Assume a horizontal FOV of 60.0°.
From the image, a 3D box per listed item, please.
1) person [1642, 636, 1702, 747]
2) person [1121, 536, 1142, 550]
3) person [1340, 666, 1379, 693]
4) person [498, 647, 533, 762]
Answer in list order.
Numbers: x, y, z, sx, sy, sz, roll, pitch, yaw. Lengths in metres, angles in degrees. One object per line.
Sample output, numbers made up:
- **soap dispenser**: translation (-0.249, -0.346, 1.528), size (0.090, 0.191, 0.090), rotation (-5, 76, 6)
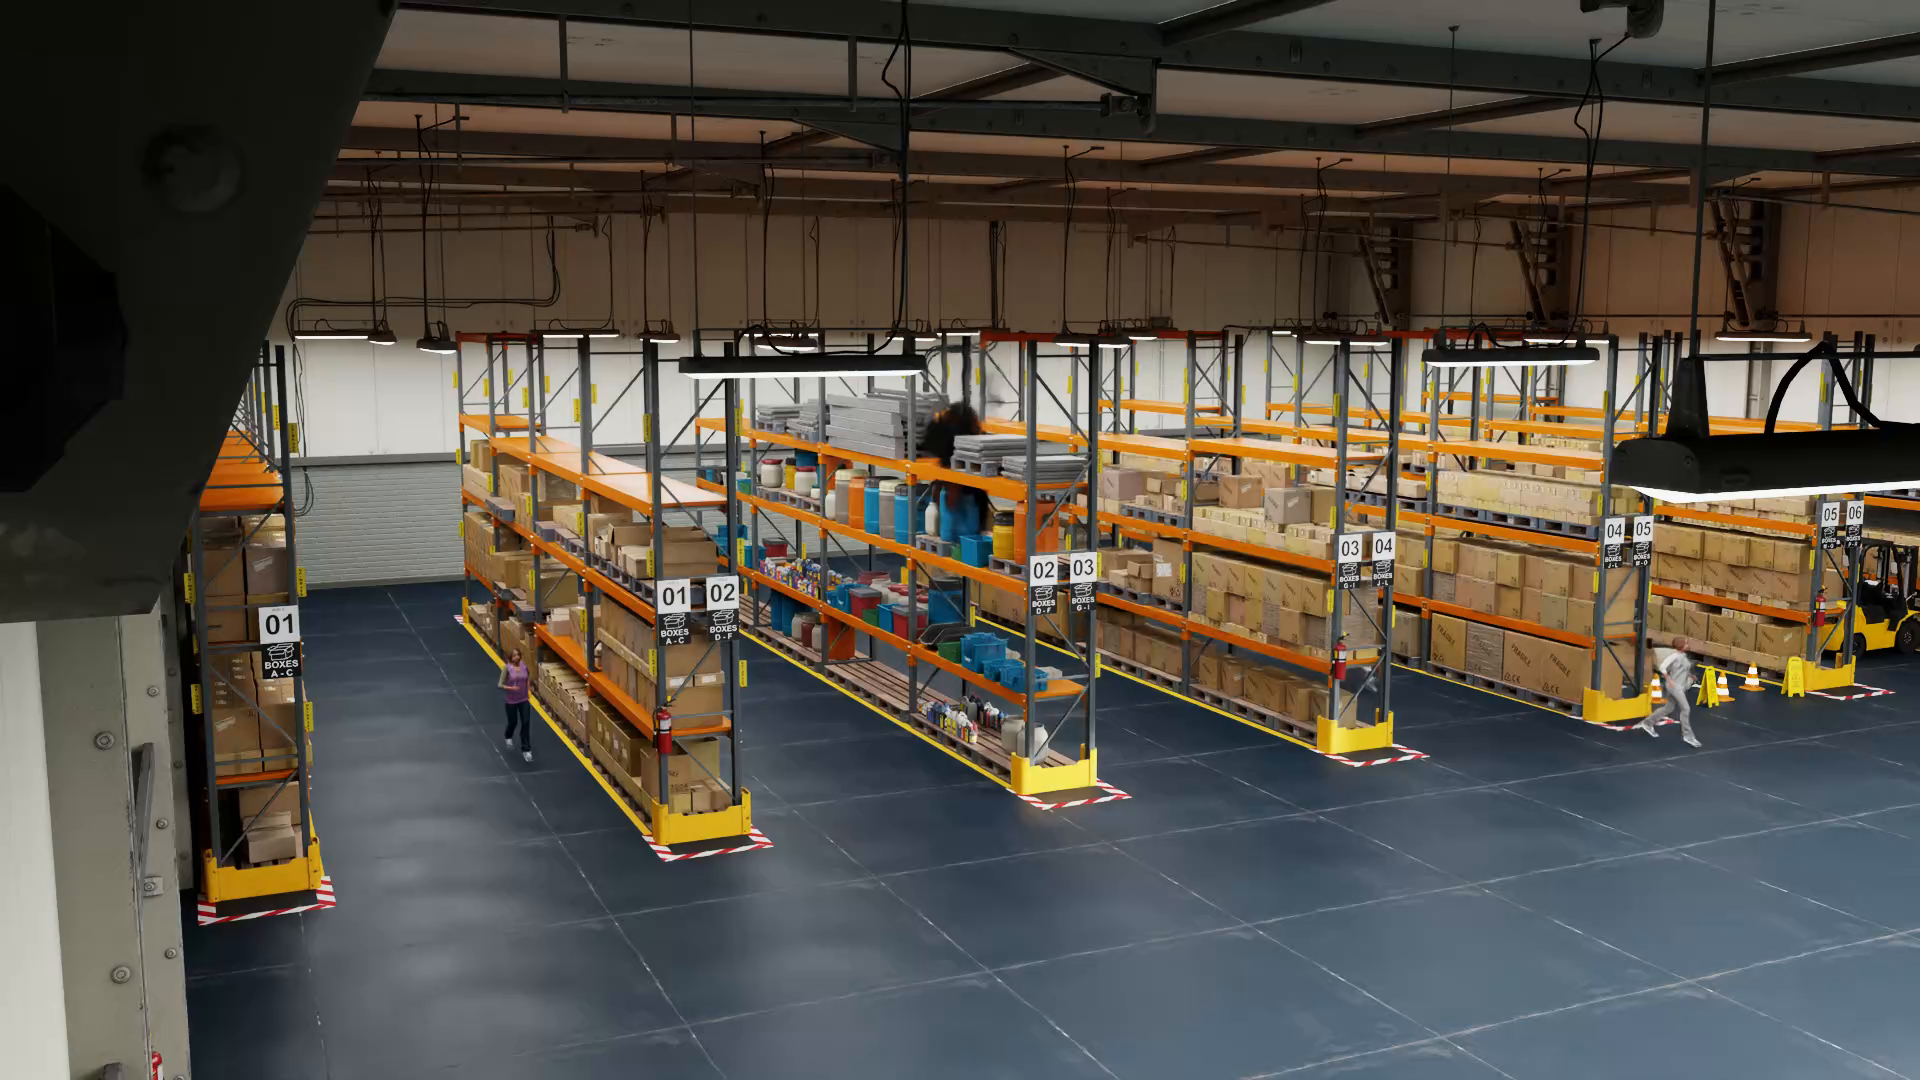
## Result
- **person**: translation (10.604, 2.214, 24.680), size (0.853, 1.610, 0.546), rotation (4, 9, 27)
- **person**: translation (4.288, -0.146, 41.923), size (0.881, 1.640, 0.641), rotation (5, 9, 34)
- **person**: translation (6.775, 1.646, 28.315), size (0.669, 1.812, 0.893), rotation (-4, 9, -29)
- **person**: translation (-6.350, 2.319, 23.817), size (0.537, 1.596, 0.878), rotation (-5, 9, -32)
